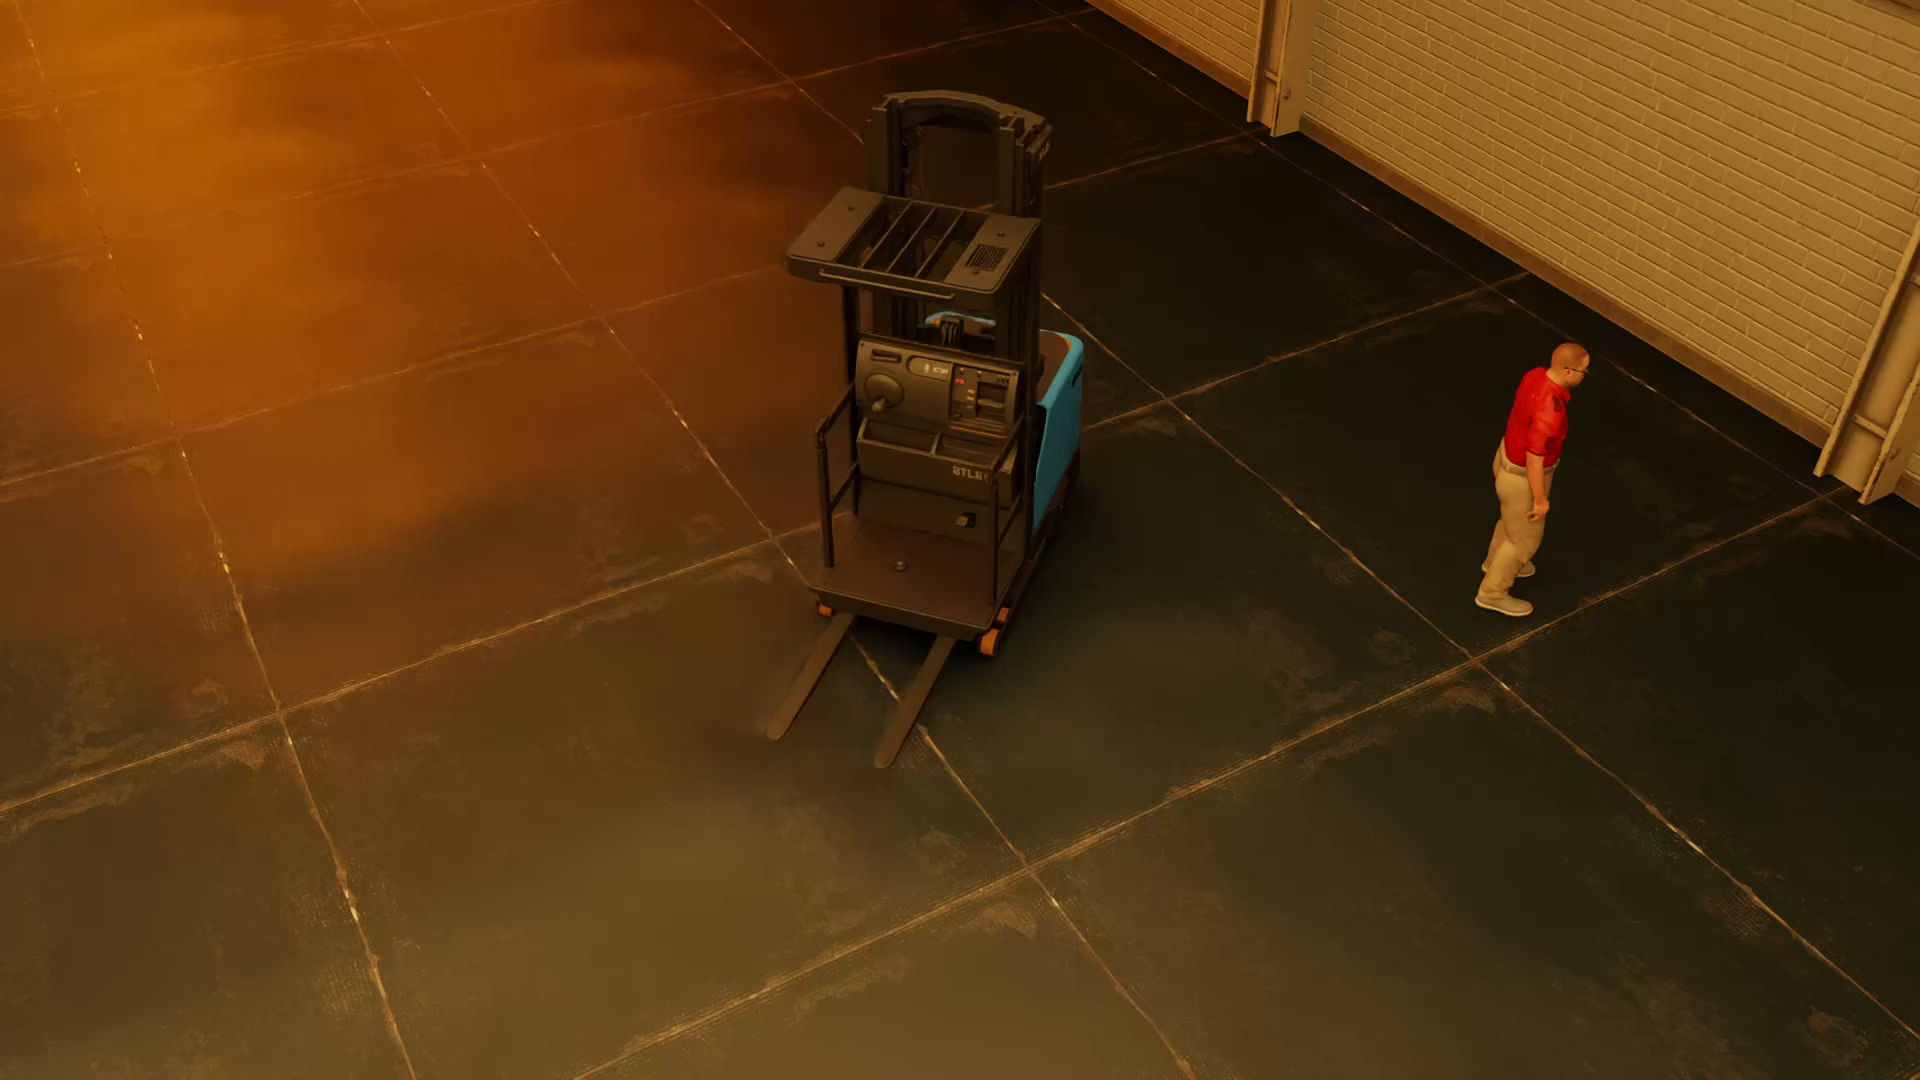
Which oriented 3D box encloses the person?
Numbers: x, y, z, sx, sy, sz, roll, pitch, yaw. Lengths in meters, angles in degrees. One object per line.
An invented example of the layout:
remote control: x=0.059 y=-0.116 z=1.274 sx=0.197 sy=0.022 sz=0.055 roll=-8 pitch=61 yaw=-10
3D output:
person: x=3.251 y=-0.365 z=9.430 sx=0.427 sy=1.736 sz=0.594 roll=6 pitch=40 yaw=7

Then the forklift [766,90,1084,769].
forklift: x=-0.199 y=-0.759 z=8.952 sx=1.130 sy=2.935 sz=3.031 roll=13 pitch=41 yaw=15
